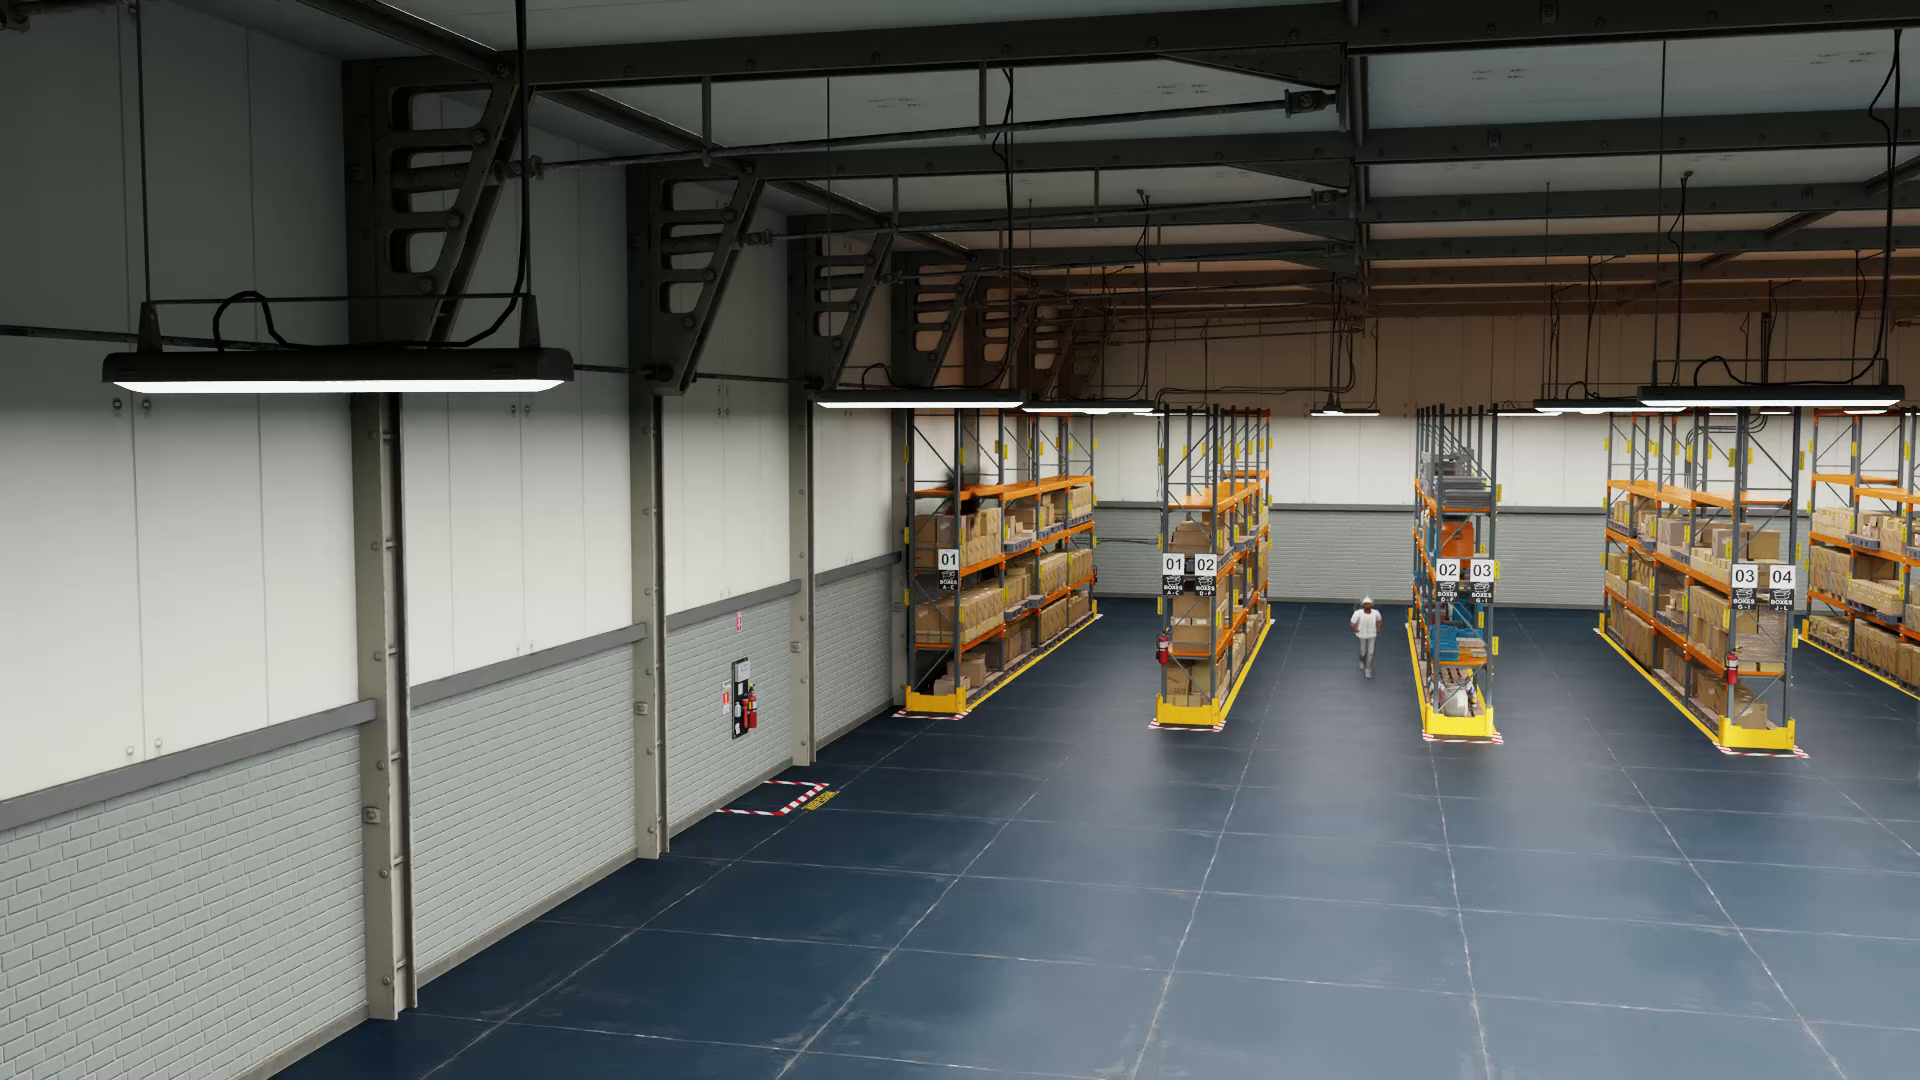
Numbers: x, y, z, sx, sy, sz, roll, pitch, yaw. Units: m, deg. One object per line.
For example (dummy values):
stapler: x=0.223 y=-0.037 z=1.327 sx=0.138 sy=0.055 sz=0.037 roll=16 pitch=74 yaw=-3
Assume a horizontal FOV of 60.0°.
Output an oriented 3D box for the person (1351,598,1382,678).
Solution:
person: x=9.050 y=2.155 z=37.019 sx=0.696 sy=1.756 sz=0.934 roll=1 pitch=4 yaw=8

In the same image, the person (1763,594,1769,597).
person: x=20.628 y=1.751 z=42.935 sx=0.749 sy=1.689 sz=0.644 roll=3 pitch=5 yaw=32
